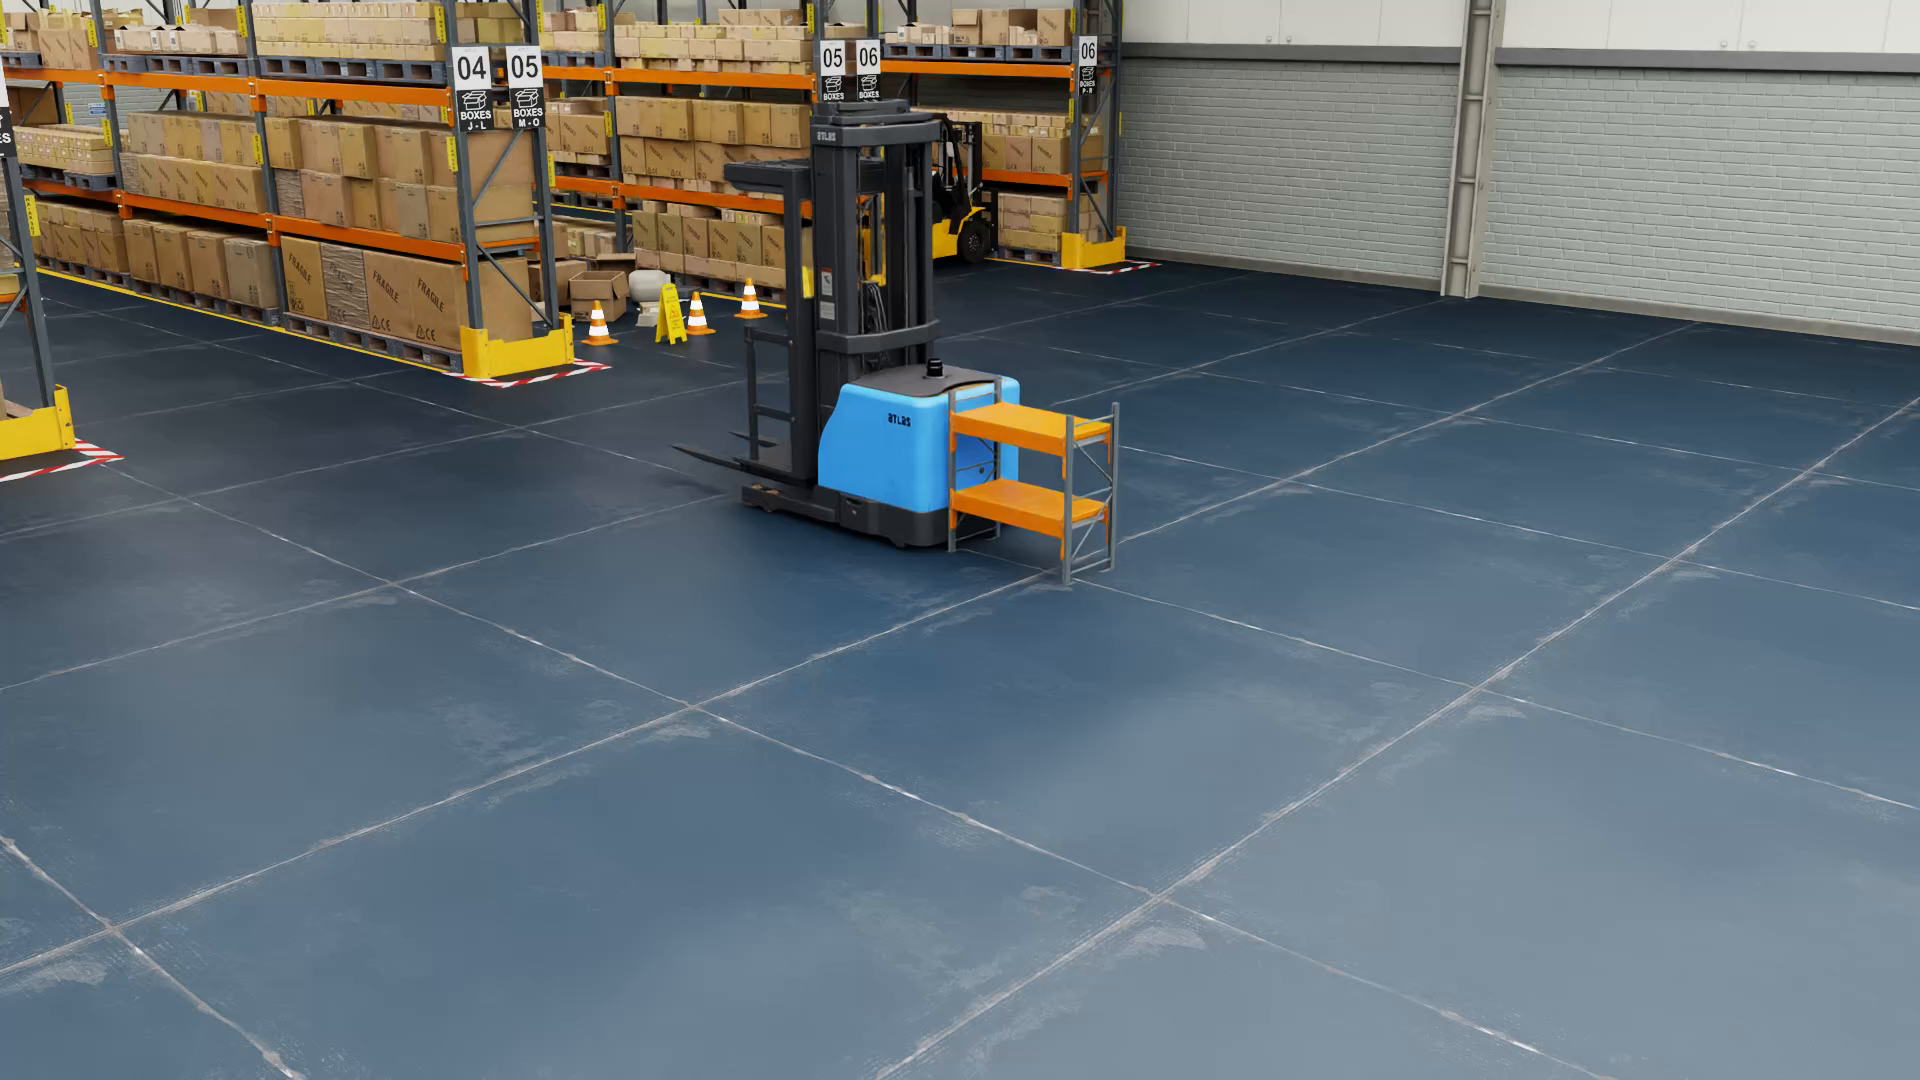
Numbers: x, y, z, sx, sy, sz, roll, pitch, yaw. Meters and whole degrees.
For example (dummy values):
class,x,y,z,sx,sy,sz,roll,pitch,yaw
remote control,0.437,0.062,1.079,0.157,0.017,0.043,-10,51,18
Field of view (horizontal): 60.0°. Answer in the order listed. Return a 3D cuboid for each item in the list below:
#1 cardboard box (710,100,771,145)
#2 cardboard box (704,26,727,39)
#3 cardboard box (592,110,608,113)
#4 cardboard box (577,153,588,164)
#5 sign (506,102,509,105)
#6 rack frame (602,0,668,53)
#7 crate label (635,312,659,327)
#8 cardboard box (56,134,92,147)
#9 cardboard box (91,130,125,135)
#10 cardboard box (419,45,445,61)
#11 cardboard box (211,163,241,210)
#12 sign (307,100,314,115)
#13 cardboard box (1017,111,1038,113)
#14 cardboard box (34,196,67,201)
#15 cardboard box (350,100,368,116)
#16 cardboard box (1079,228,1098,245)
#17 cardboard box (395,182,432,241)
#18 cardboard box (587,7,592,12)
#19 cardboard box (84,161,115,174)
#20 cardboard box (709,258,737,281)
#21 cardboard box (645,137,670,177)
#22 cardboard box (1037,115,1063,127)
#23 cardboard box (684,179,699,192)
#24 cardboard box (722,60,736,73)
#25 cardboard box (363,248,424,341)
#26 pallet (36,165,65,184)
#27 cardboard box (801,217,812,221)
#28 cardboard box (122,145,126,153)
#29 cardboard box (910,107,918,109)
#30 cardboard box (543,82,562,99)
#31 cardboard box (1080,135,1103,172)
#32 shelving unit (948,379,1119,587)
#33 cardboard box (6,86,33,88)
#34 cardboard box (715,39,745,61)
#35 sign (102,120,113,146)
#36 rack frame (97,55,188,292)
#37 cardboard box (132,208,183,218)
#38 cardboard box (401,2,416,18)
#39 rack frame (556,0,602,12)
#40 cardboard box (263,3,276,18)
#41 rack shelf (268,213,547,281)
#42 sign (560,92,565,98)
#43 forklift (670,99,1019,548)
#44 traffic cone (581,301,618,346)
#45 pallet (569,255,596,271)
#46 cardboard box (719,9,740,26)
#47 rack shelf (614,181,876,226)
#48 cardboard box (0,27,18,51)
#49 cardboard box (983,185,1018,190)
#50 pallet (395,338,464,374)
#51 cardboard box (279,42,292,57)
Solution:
class,x,y,z,sx,sy,sz,roll,pitch,yaw
cardboard box,-2.708,-5.252,20.892,0.500,0.500,0.700,15,23,39
cardboard box,-2.976,-6.342,20.775,0.250,0.149,0.380,16,23,41
cardboard box,-5.246,-5.905,23.908,0.500,0.500,0.500,15,23,39
cardboard box,-5.103,-5.332,23.175,0.250,0.149,0.380,14,22,38
sign,-6.988,-6.596,25.652,0.005,0.325,0.100,15,23,39
rack frame,-4.350,-8.013,21.984,0.127,3.000,1.000,15,23,39
crate label,-3.648,-2.605,19.593,0.298,0.136,0.250,4,18,11
cardboard box,-11.807,-5.332,22.190,0.250,0.149,0.380,16,24,41
cardboard box,-11.753,-5.581,22.975,0.250,0.149,0.380,16,24,41
cardboard box,-5.042,-4.758,16.243,0.250,0.149,0.380,15,23,39
cardboard box,-8.505,-4.207,19.743,0.500,0.500,0.500,15,23,39
sign,-10.701,-7.084,27.414,0.005,0.325,0.100,15,23,39
cardboard box,1.055,-6.299,24.771,0.250,0.149,0.380,16,24,41
cardboard box,-13.166,-4.778,23.906,0.500,0.250,0.500,14,22,37
cardboard box,-9.423,-6.934,26.682,0.500,0.500,0.500,14,23,38
cardboard box,1.696,-4.507,24.705,0.500,0.250,0.500,15,23,39
cardboard box,-5.302,-3.452,17.281,0.550,0.550,0.875,15,23,39
cardboard box,-6.767,-9.735,30.747,0.258,0.266,0.396,15,23,38
cardboard box,-11.226,-4.892,21.789,0.250,0.149,0.380,16,23,40
cardboard box,-2.918,-3.551,21.694,0.500,0.250,0.500,14,22,37
cardboard box,-3.815,-5.096,22.054,0.500,0.500,0.500,15,23,39
cardboard box,1.321,-6.040,23.954,0.250,0.149,0.380,15,23,39
cardboard box,-3.377,-4.639,21.686,0.250,0.149,0.380,15,23,40
cardboard box,-2.750,-5.932,20.802,0.250,0.149,0.380,14,22,38
cardboard box,-5.779,-2.695,17.963,0.875,0.875,0.875,15,23,38
pallet,-12.059,-5.113,23.082,1.213,0.211,1.003,15,23,39
cardboard box,-2.190,-3.931,21.650,0.500,0.500,0.500,14,22,37
cardboard box,-11.186,-5.288,22.545,0.250,0.149,0.380,14,22,38
cardboard box,-0.749,-6.617,25.773,0.250,0.149,0.380,15,23,40
cardboard box,-7.979,-8.671,32.490,0.500,0.500,0.500,14,23,38
cardboard box,1.748,-5.684,24.398,0.500,0.500,0.500,16,24,41
shelving unit,0.471,-0.396,10.999,1.048,1.125,0.538,16,24,41
cardboard box,-14.117,-6.532,24.925,0.500,0.500,0.500,14,22,38
cardboard box,-2.686,-6.097,20.661,0.500,0.250,0.500,16,24,41
sign,-10.905,-5.206,21.274,0.005,0.325,0.100,15,23,39
rack frame,-10.552,-4.817,21.830,0.127,3.000,1.000,15,23,39
cardboard box,-10.907,-4.376,22.640,0.500,0.250,0.500,14,22,37
cardboard box,-5.231,-5.189,16.284,0.250,0.149,0.380,15,23,40
rack frame,-7.041,-10.743,30.587,0.127,3.000,1.000,15,23,39
cardboard box,-7.321,-5.750,18.051,0.250,0.149,0.380,15,23,39
rack shelf,-6.064,-3.269,18.143,4.000,0.370,1.077,15,23,39
sign,-7.396,-8.172,30.972,0.005,0.325,0.100,15,23,39
forklift,-0.985,-1.701,12.125,3.031,2.935,1.130,16,24,41
traffic cone,-4.023,-2.429,18.500,0.334,0.463,0.336,15,23,39
pallet,-4.933,-3.981,23.805,1.213,0.211,1.003,15,23,39
cardboard box,-3.670,-8.605,27.784,0.500,0.500,0.500,15,23,40
rack shelf,-2.854,-4.409,21.735,4.000,0.370,1.077,15,23,39
cardboard box,-13.025,-6.983,23.150,0.500,0.311,0.500,15,23,38
cardboard box,0.578,-5.287,25.509,0.500,0.250,0.500,14,23,38
pallet,-5.218,-2.024,17.640,1.213,0.211,1.003,15,23,39
cardboard box,-7.133,-5.319,18.011,0.250,0.149,0.380,15,23,39
